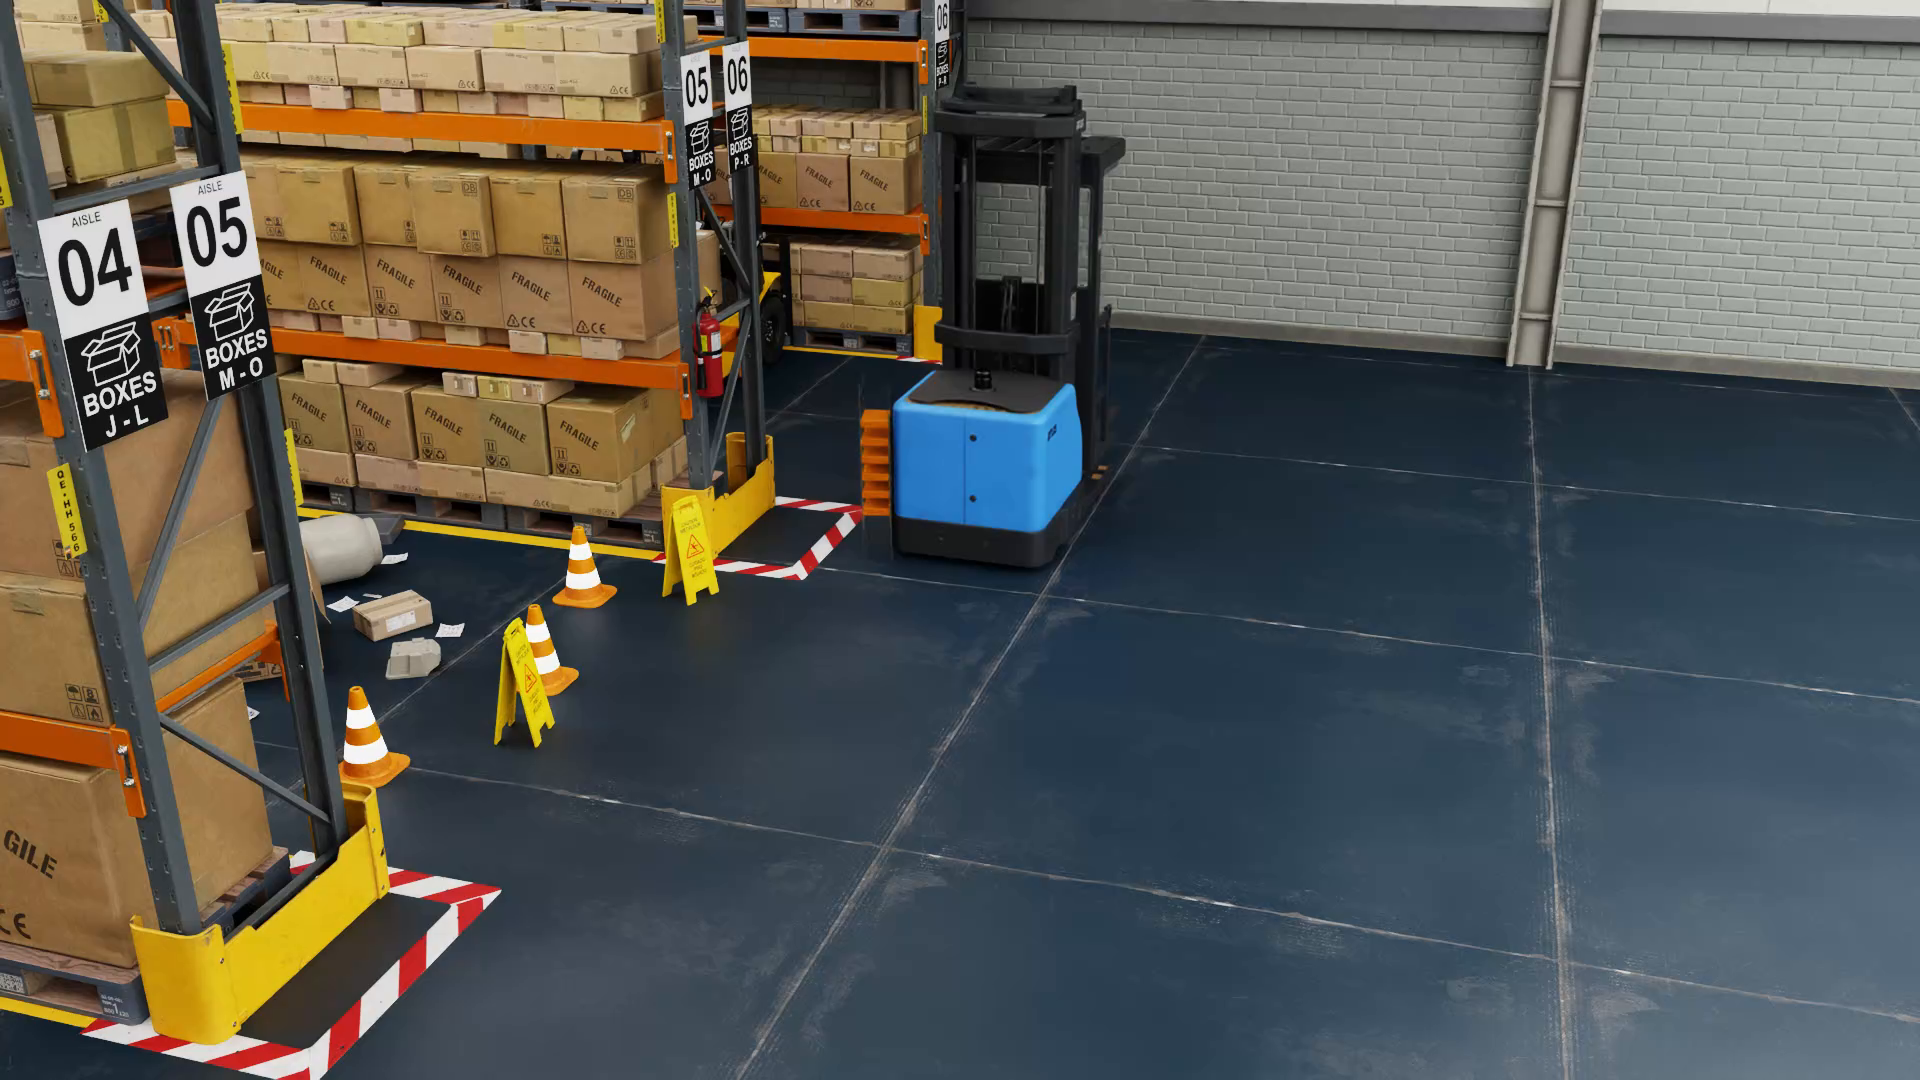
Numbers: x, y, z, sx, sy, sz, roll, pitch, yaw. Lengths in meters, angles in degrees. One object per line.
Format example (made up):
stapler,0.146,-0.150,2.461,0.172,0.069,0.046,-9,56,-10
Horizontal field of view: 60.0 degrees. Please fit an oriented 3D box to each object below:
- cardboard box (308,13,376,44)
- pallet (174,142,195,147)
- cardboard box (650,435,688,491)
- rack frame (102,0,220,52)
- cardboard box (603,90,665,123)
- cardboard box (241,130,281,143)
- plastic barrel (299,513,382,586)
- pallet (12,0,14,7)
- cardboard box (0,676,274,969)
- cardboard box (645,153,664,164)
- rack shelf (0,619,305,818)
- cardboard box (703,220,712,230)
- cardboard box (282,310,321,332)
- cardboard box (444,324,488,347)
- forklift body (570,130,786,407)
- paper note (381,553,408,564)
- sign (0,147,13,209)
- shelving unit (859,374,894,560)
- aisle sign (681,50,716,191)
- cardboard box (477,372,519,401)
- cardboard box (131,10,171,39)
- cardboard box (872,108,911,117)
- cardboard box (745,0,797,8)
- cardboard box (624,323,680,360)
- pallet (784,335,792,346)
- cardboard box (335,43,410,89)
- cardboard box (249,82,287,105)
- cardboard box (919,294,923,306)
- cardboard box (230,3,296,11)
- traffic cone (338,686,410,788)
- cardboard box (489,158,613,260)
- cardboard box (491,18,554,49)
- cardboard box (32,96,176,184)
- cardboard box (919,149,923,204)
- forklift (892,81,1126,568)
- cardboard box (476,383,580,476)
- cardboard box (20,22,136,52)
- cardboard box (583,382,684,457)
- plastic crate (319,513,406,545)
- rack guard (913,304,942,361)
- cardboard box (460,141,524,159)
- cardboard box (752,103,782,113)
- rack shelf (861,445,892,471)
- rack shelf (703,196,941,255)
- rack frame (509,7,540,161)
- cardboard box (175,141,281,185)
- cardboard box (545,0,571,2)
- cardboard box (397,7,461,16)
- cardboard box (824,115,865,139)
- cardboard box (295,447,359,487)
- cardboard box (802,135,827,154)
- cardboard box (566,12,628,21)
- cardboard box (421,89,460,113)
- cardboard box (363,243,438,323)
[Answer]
cardboard box,-3.923,-3.260,10.594,0.250,0.149,0.380,6,23,15
pallet,-8.461,-4.098,17.562,1.003,0.211,1.213,7,23,16
cardboard box,-2.256,-0.569,11.773,0.500,0.250,0.500,6,23,15
rack frame,-5.393,-4.671,10.801,0.127,3.000,1.000,7,23,16
cardboard box,-1.986,-2.666,10.197,0.250,0.149,0.380,7,23,16
cardboard box,-6.959,-4.107,16.870,0.500,0.250,0.500,7,23,17
plastic barrel,-3.978,0.058,10.570,0.512,0.421,0.421,-14,26,-30
pallet,-10.024,-5.668,17.431,1.003,0.211,1.213,7,23,16
cardboard box,-3.565,1.091,6.905,0.875,0.875,0.875,7,23,16
cardboard box,-2.625,-3.496,15.709,0.500,0.500,0.500,6,23,15
rack shelf,-4.811,0.466,7.130,4.000,0.370,1.077,7,23,16
cardboard box,-2.466,-2.990,16.360,0.500,0.250,0.500,7,23,16
cardboard box,-4.437,-1.562,11.456,0.250,0.149,0.380,7,23,17
cardboard box,-3.228,-1.419,11.109,0.250,0.149,0.380,6,23,15
forklift body,-2.475,-2.414,14.320,1.214,2.155,2.313,7,23,16
paper note,-3.720,0.119,10.940,0.148,0.019,0.142,-1,22,-3
sign,-3.066,-1.213,5.260,0.005,0.325,0.100,7,23,16
shelving unit,-0.538,-0.468,10.830,0.189,1.200,0.258,1,22,3
aisle sign,-1.588,-2.548,10.104,0.004,0.787,0.394,7,23,16
cardboard box,-3.016,-1.064,11.139,0.250,0.149,0.380,7,23,16
cardboard box,-5.186,-3.383,10.893,0.250,0.149,0.380,6,23,15
cardboard box,-0.629,-3.912,15.475,0.250,0.149,0.380,7,23,17
cardboard box,-1.579,-5.044,14.846,0.500,0.500,0.700,7,23,16
cardboard box,-1.983,-1.304,10.829,0.250,0.149,0.380,7,23,17
pallet,-2.042,-2.174,16.292,1.213,0.211,1.003,7,23,15
cardboard box,-3.594,-3.037,10.574,0.500,0.250,0.500,7,23,16
cardboard box,-4.433,-2.966,10.927,0.250,0.149,0.380,7,23,17
cardboard box,-0.547,-2.308,16.015,0.500,0.250,0.500,7,23,16
cardboard box,-4.755,-3.580,11.374,0.250,0.149,0.380,6,23,14
traffic cone,-2.995,0.952,8.340,0.334,0.463,0.336,7,23,16
cardboard box,-2.598,-2.139,10.690,0.500,0.500,0.700,7,23,16
cardboard box,-2.686,-3.138,10.295,0.250,0.149,0.380,7,23,16
cardboard box,-3.284,-1.491,6.119,0.500,0.250,0.500,6,23,15
cardboard box,-0.527,-3.463,15.628,0.500,0.500,0.500,7,23,17
forklift,0.491,-1.710,11.576,1.130,2.935,3.031,7,23,17
cardboard box,-2.906,-0.776,11.290,0.500,0.500,0.500,7,23,17
cardboard box,-5.994,-3.420,11.347,0.500,0.250,0.500,6,23,14
cardboard box,-2.279,-0.918,11.637,0.500,0.500,0.500,6,23,14
plastic crate,-4.127,-0.075,11.348,0.583,0.080,0.402,-1,22,-3
rack guard,-0.110,-2.102,15.736,0.348,0.500,1.175,7,23,16
cardboard box,-4.507,-3.823,16.176,0.500,0.250,0.500,6,23,14
cardboard box,-1.865,-4.040,15.787,0.250,0.149,0.380,7,23,16
rack shelf,-0.538,-0.538,10.802,0.180,0.103,0.258,1,22,3
rack shelf,-2.048,-3.148,15.939,4.000,0.370,1.077,7,23,16
rack frame,-3.963,-3.700,16.337,0.127,3.000,1.000,7,23,16
cardboard box,-5.034,-2.415,11.365,0.500,0.500,0.700,6,23,15
cardboard box,-3.621,-5.052,15.328,0.250,0.149,0.380,7,23,17
cardboard box,-3.514,-3.446,11.046,0.250,0.149,0.380,7,23,16
cardboard box,-1.040,-3.743,15.063,0.250,0.149,0.380,7,23,17
cardboard box,-4.392,-0.601,11.852,0.500,0.250,0.500,8,24,19
cardboard box,-1.264,-3.643,15.212,0.250,0.149,0.380,6,23,15
cardboard box,-2.312,-3.283,10.648,0.250,0.149,0.380,7,23,15
cardboard box,-3.204,-2.817,10.564,0.250,0.149,0.380,6,23,14
cardboard box,-3.598,-1.776,11.123,0.500,0.500,0.500,7,23,16
